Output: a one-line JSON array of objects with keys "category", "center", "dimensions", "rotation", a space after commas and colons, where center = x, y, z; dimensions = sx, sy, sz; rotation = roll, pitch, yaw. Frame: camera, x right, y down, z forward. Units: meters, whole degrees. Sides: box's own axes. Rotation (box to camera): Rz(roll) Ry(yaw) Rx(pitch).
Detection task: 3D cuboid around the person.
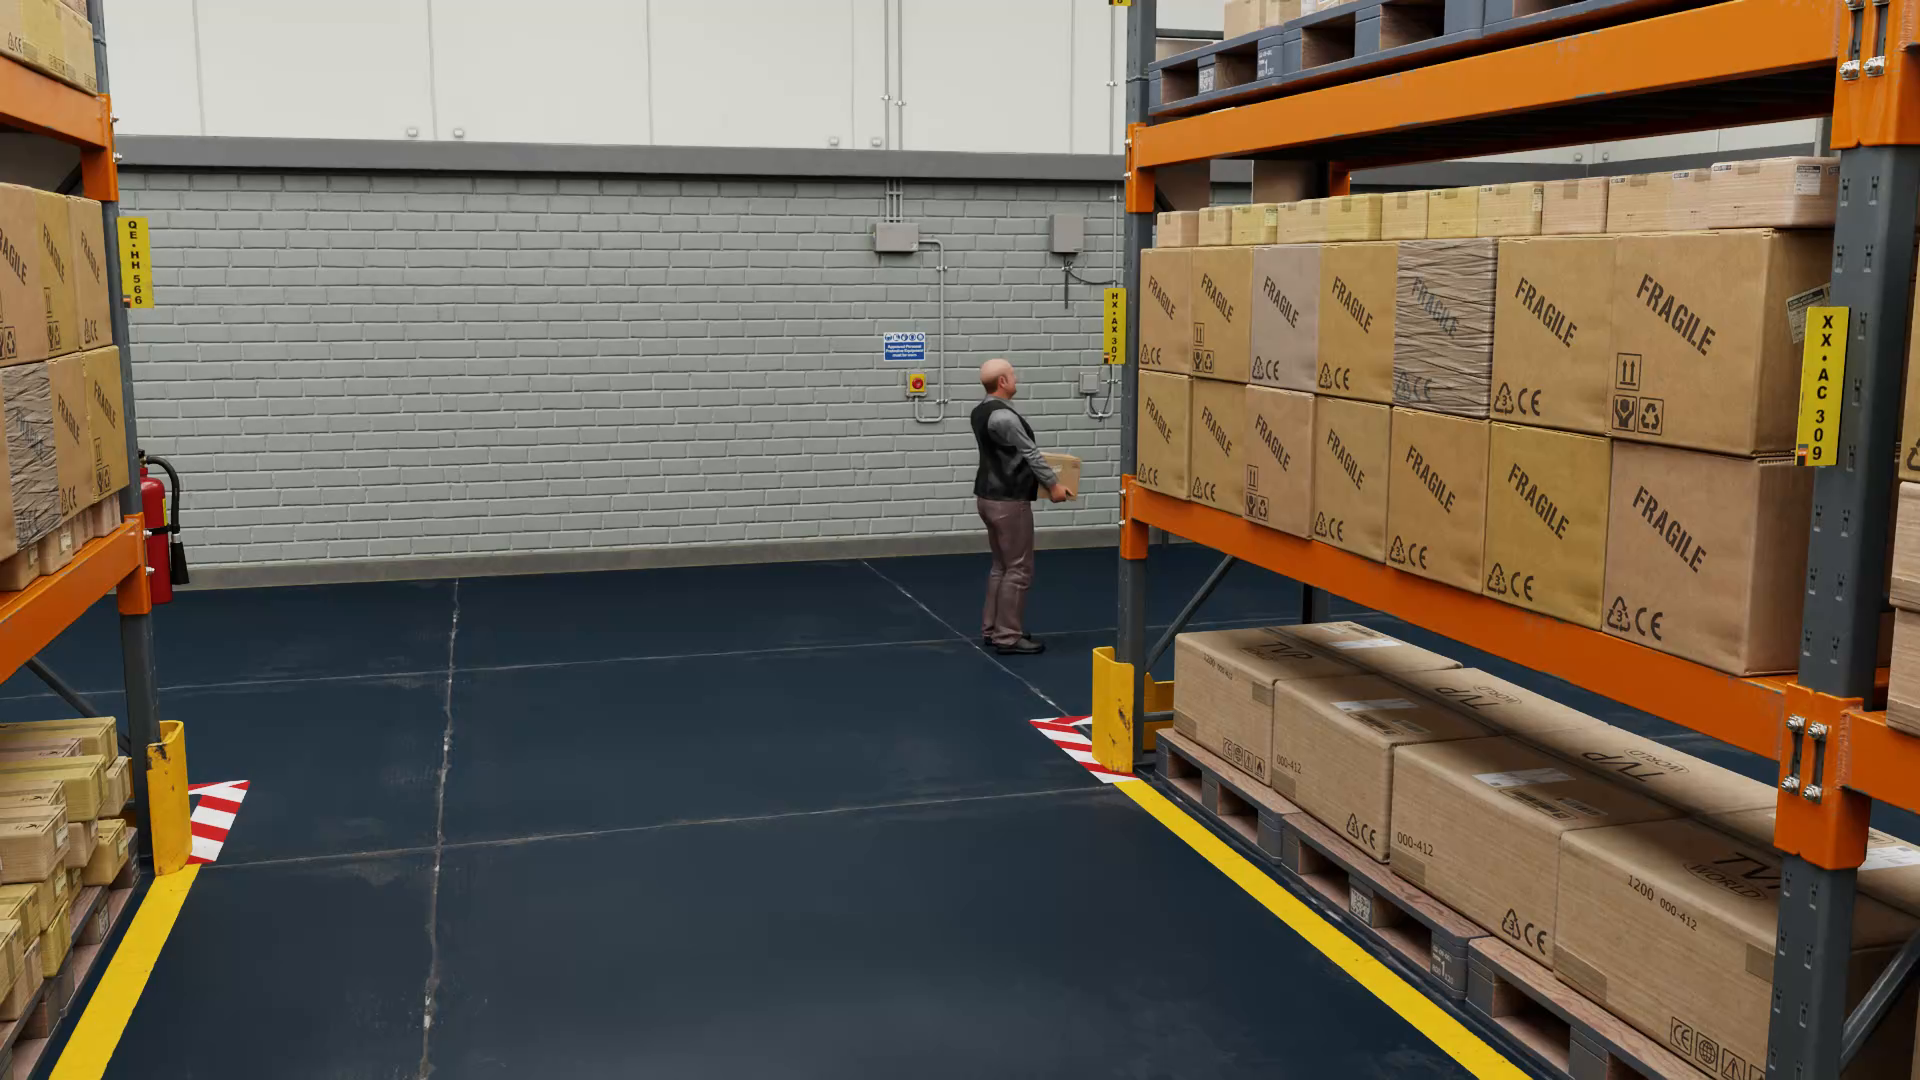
[{"category": "person", "center": [0.358, -0.210, 9.777], "dimensions": [0.551, 1.711, 0.494], "rotation": [-2, 10, -15]}]
